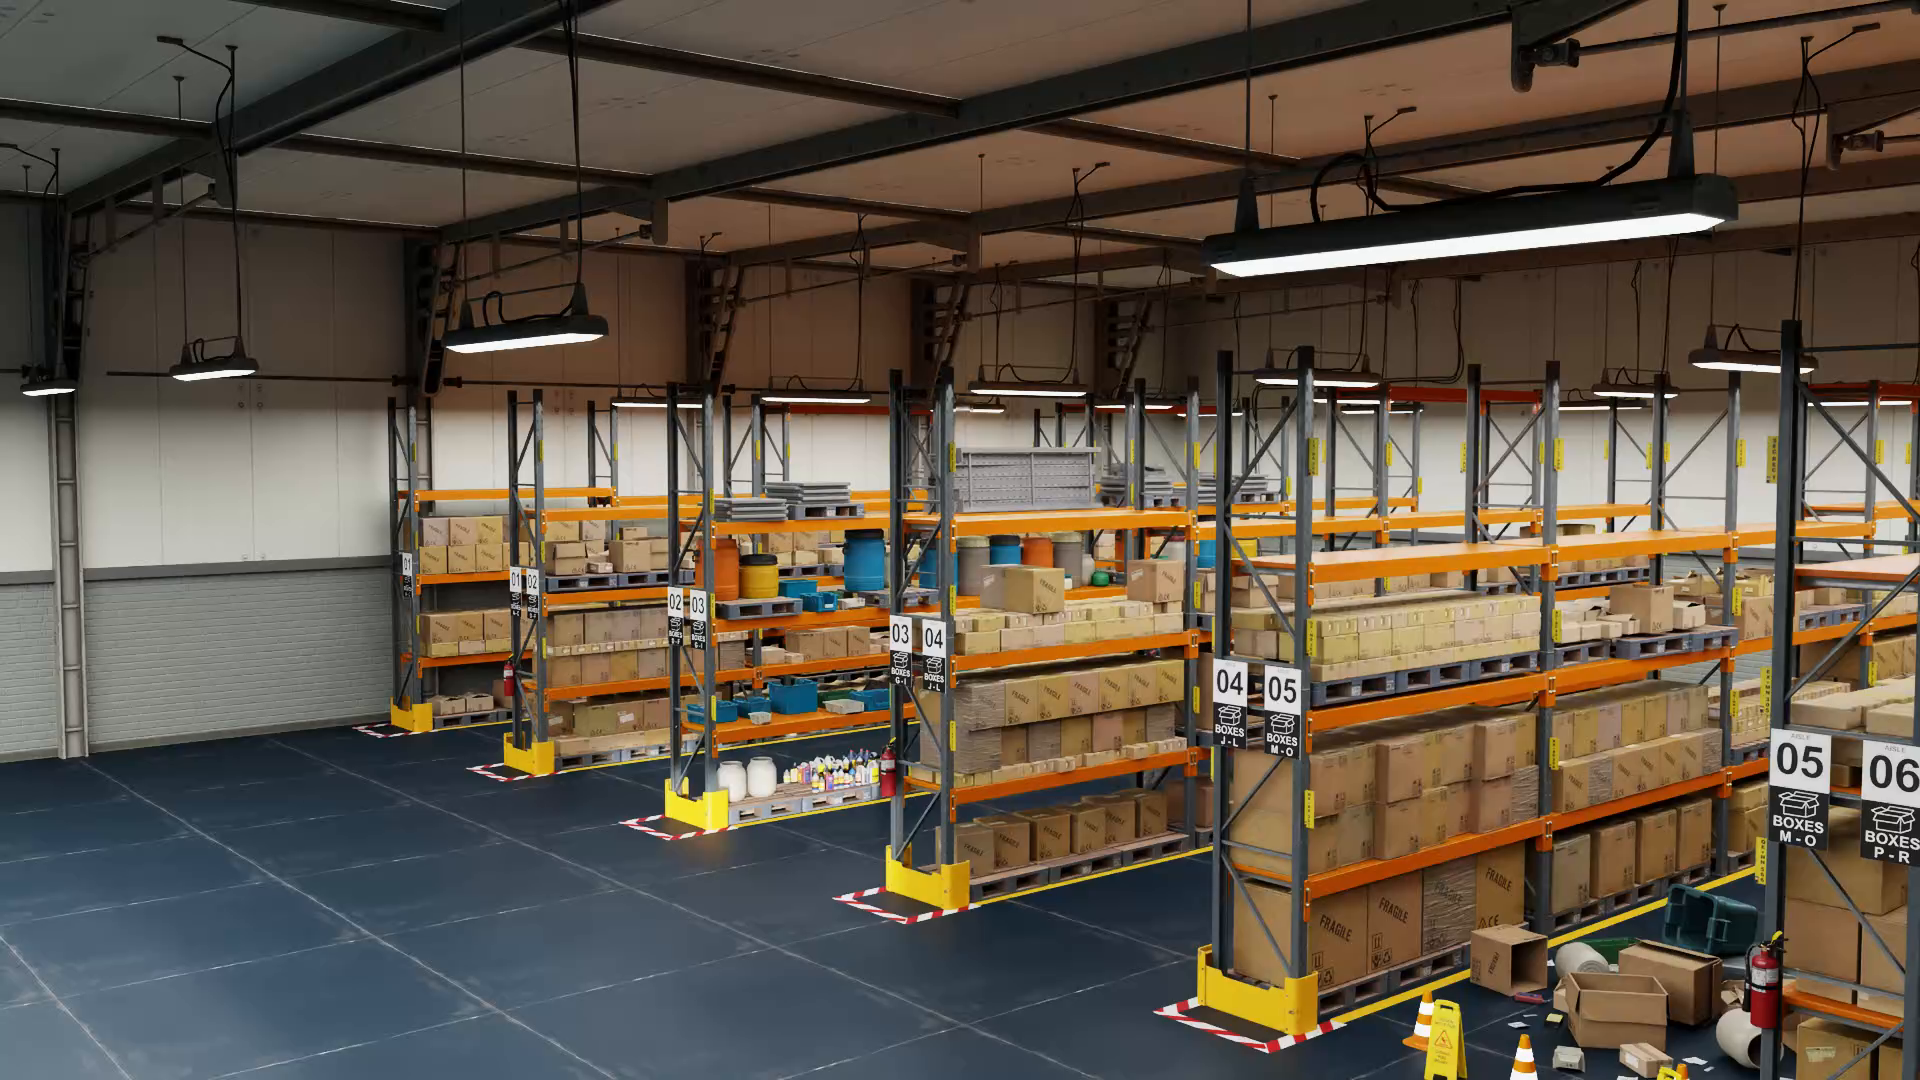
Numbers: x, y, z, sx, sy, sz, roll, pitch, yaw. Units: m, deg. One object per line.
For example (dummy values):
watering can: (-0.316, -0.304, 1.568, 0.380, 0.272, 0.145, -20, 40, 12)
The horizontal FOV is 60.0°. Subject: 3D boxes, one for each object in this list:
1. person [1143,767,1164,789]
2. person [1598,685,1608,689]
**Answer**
person: (2.837, 2.835, 24.650, 0.922, 1.828, 0.693, -3, 5, -44)
person: (9.265, 2.928, 23.932, 0.593, 1.696, 0.856, 3, 5, 43)
